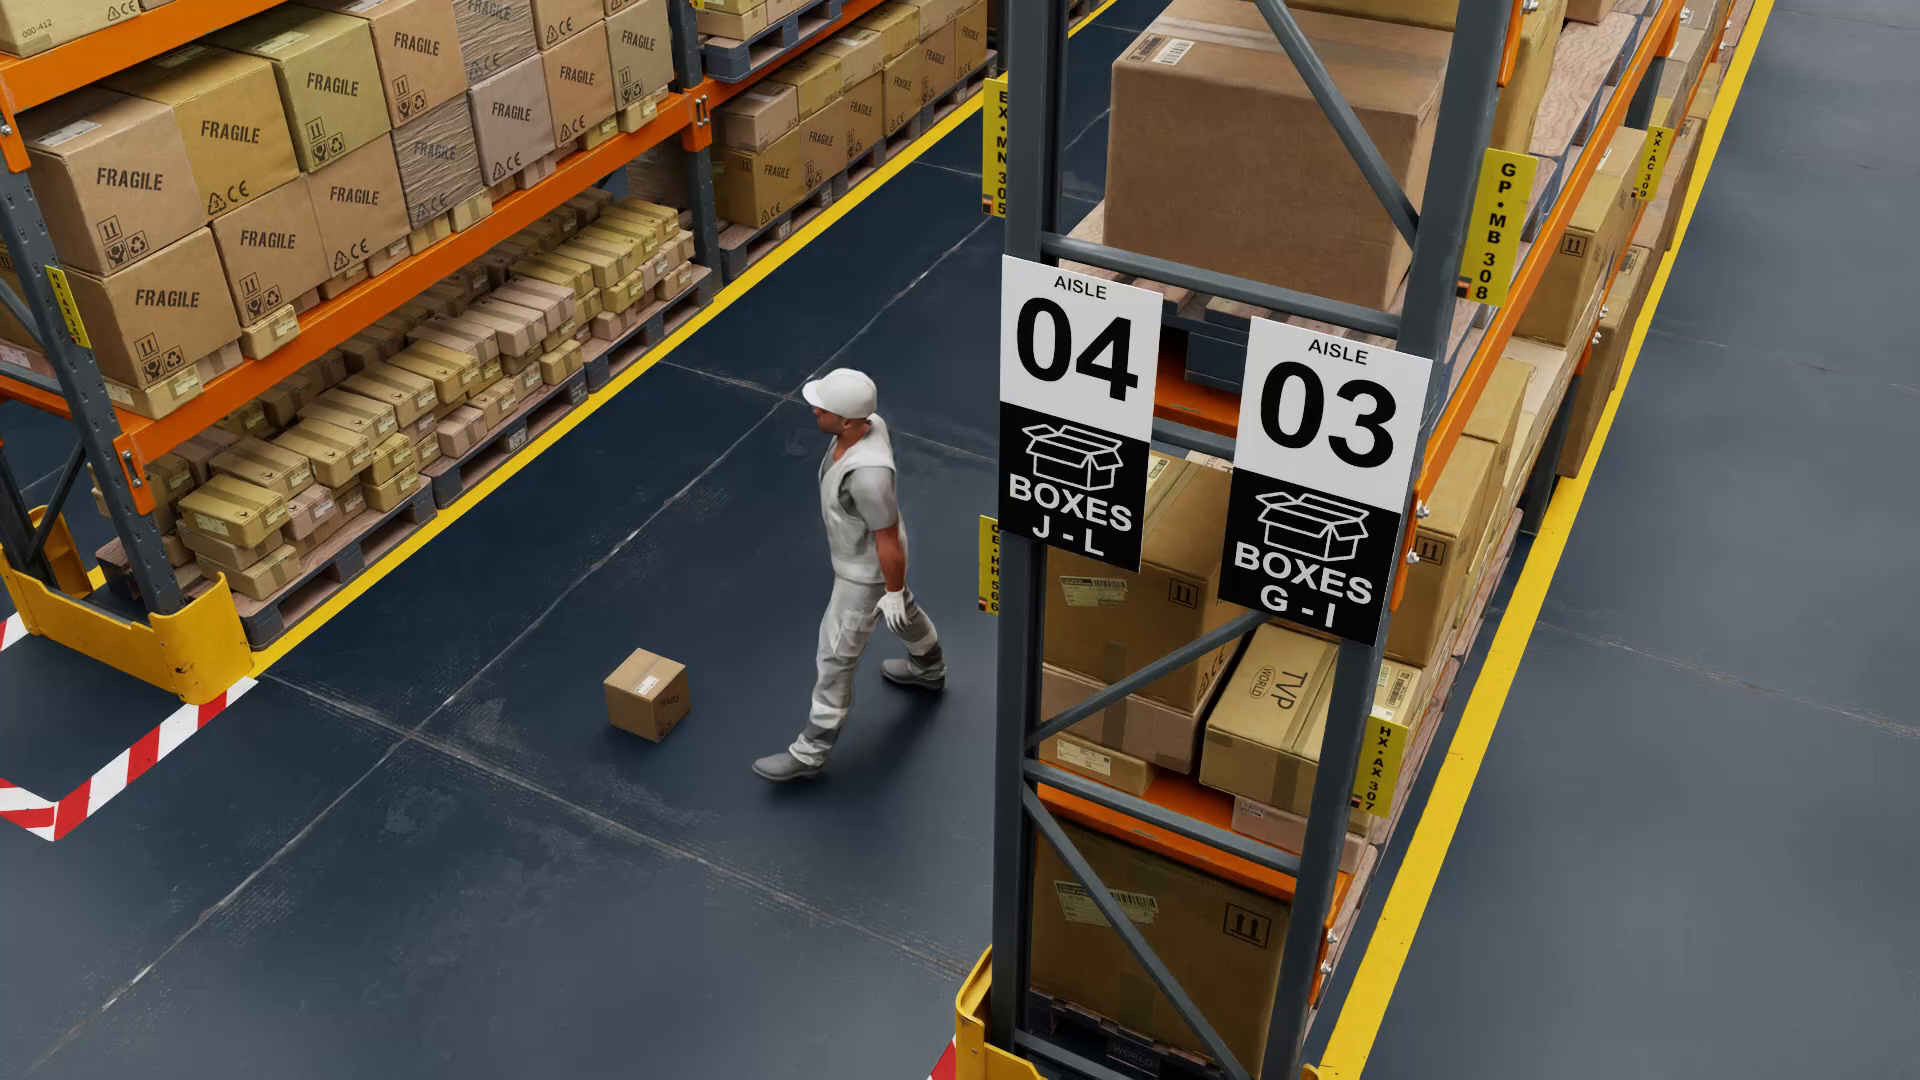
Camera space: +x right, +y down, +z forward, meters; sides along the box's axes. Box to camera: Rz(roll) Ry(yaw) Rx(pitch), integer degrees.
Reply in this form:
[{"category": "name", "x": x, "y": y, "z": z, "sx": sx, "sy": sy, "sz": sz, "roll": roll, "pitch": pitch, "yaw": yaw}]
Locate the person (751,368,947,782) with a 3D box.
[{"category": "person", "x": -0.460, "y": 0.103, "z": 6.595, "sx": 0.853, "sy": 1.748, "sz": 0.777, "roll": -4, "pitch": 38, "yaw": -5}]
